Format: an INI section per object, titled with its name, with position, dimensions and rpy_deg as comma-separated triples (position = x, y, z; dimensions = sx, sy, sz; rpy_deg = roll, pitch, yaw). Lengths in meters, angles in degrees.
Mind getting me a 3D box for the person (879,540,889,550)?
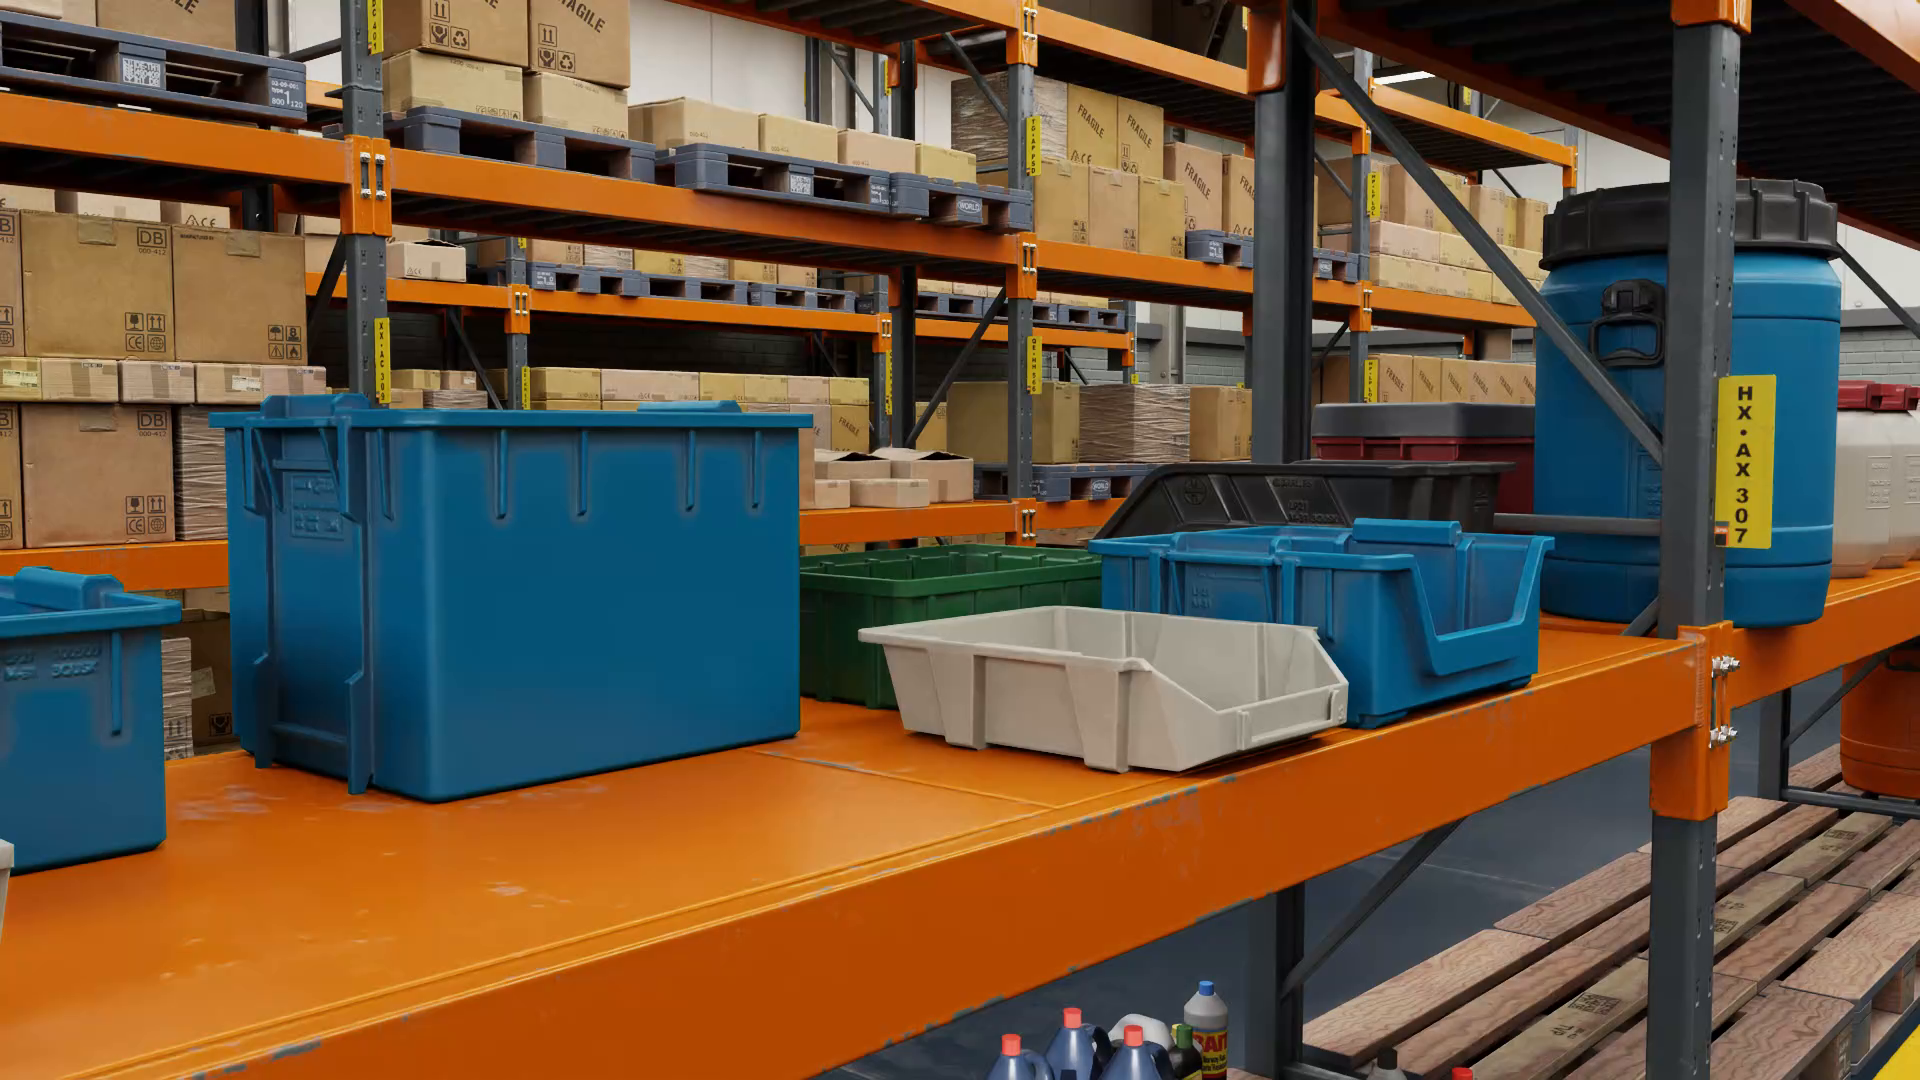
[person]
position = -0.576, -0.053, 14.393
dimensions = 0.436, 1.664, 0.558
rpy_deg = 3, 5, 42
